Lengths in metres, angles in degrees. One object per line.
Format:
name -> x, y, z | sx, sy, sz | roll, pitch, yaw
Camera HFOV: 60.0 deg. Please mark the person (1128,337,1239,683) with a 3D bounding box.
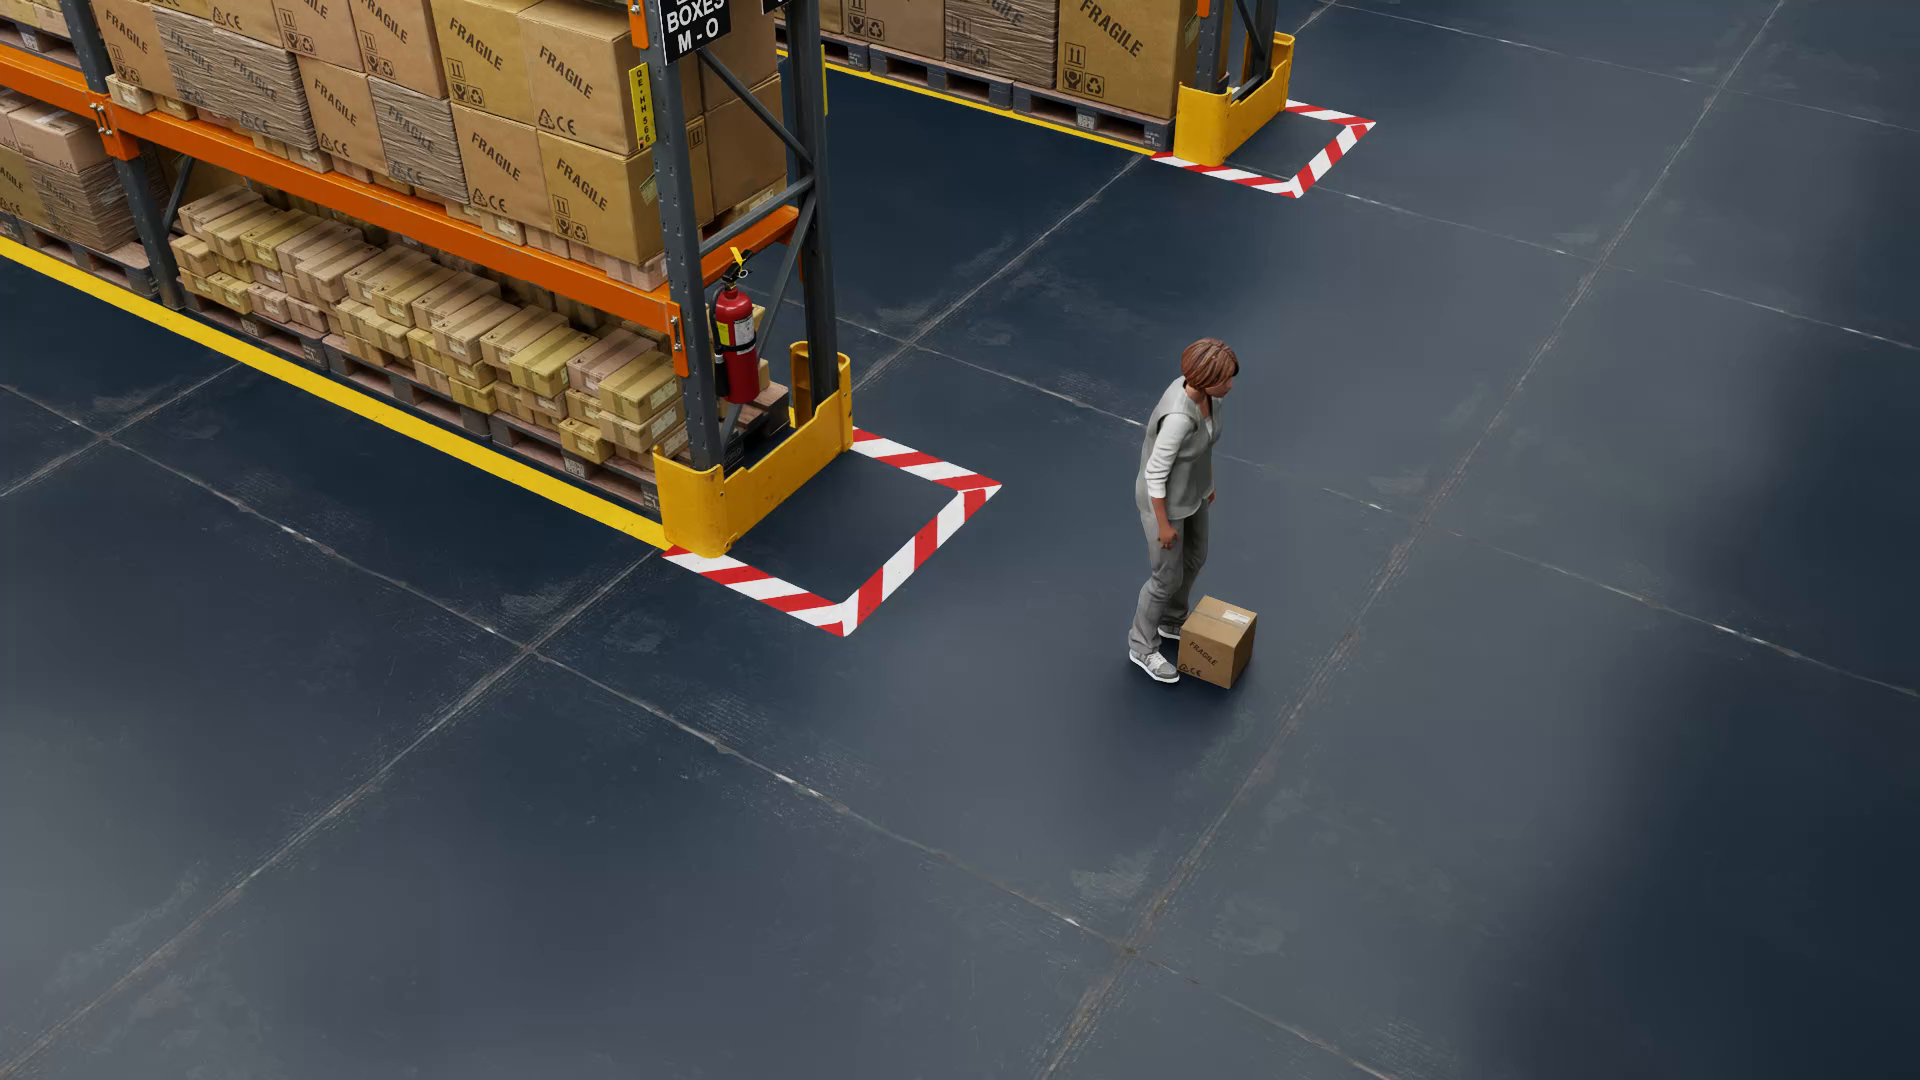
person -> 0.917, -0.151, 6.874 | 0.364, 1.593, 0.461 | 22, 44, 25
